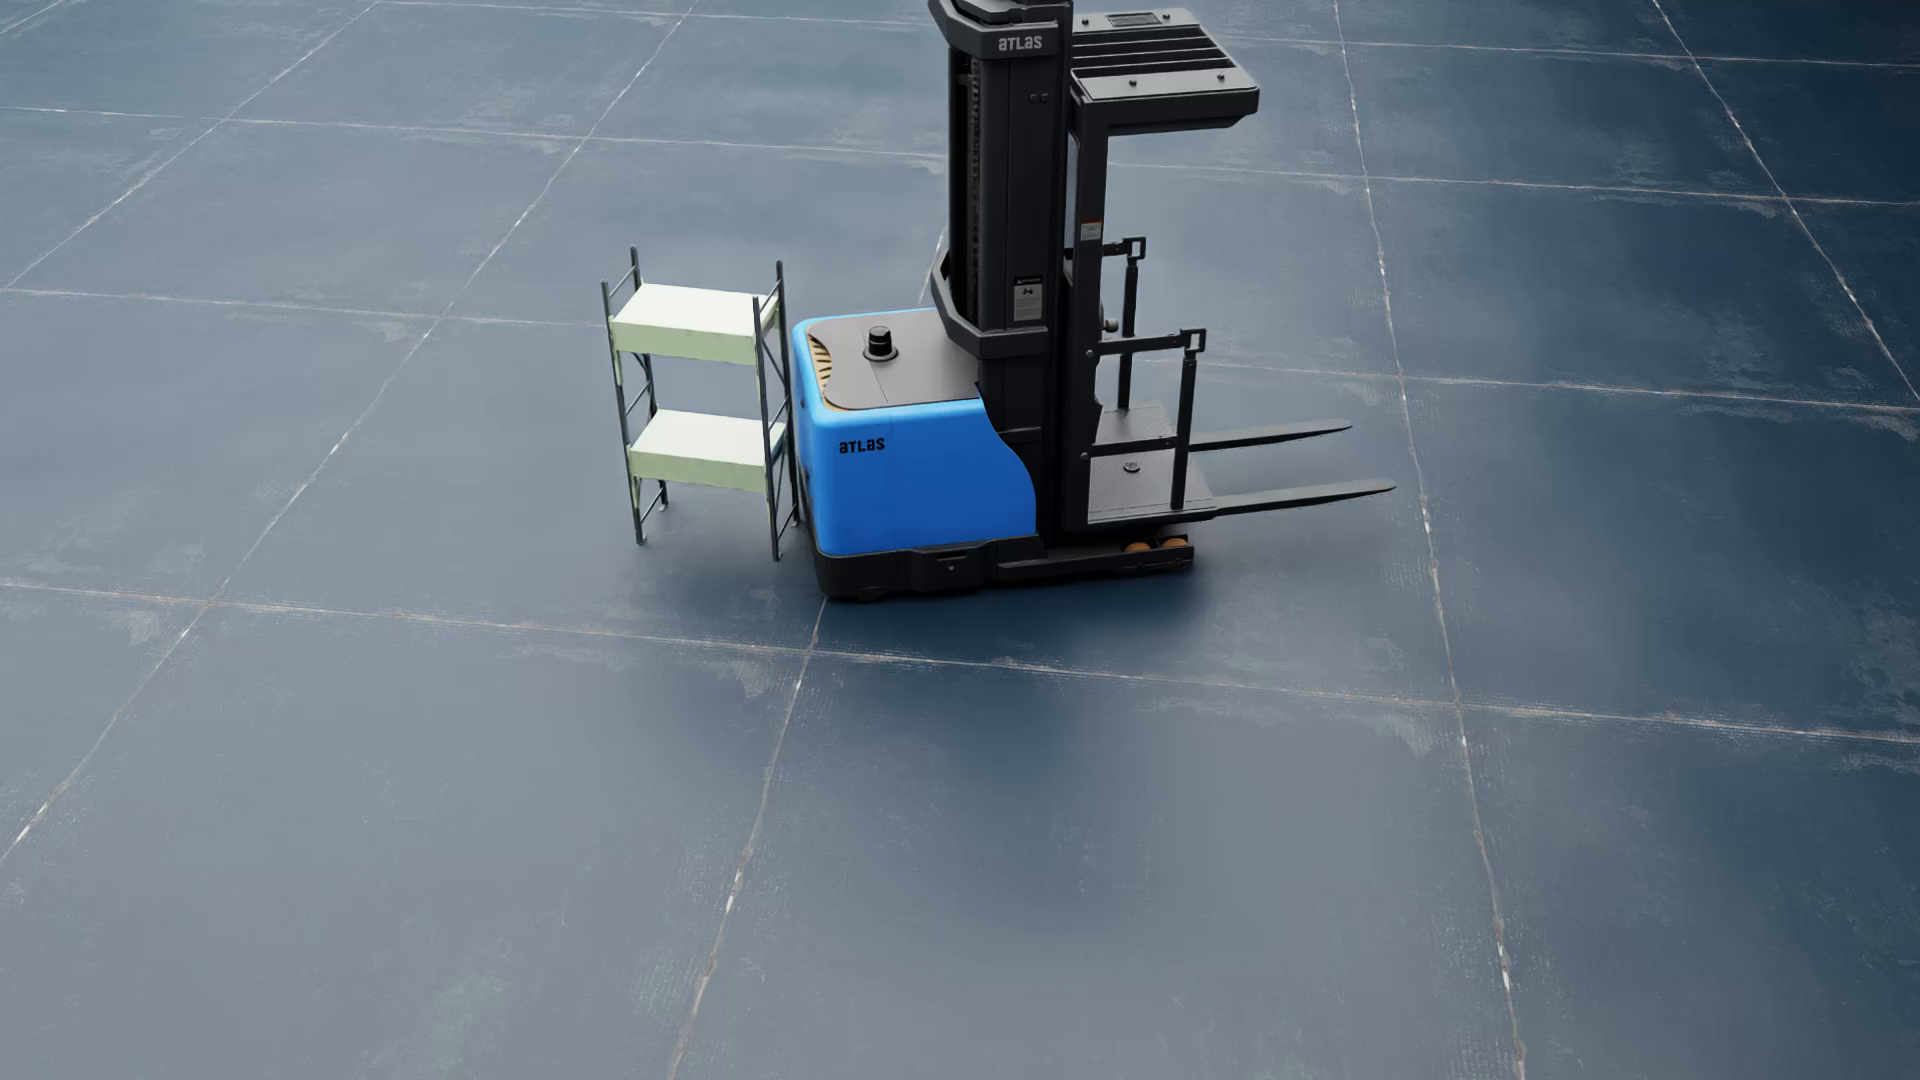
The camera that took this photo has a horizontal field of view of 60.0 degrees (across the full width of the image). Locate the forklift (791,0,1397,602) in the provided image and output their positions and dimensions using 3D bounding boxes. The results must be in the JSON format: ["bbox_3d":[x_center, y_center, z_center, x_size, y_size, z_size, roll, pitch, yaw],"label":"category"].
[{"bbox_3d":[0.715,-1.311,7.920,3.031,2.935,1.130,-6,36,-9],"label":"forklift"}]

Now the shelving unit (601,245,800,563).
[{"bbox_3d":[-1.253,-0.652,8.229,0.755,1.500,0.431,7,36,10],"label":"shelving unit"}]

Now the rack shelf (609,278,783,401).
[{"bbox_3d":[-1.253,-0.970,8.003,0.720,0.370,0.431,7,36,10],"label":"rack shelf"}]

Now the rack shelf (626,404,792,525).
[{"bbox_3d":[-1.253,-0.387,8.419,0.720,0.370,0.431,7,36,10],"label":"rack shelf"}]

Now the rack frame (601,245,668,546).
[{"bbox_3d":[-1.611,-0.697,8.292,0.023,1.500,0.400,7,36,10],"label":"rack frame"}]

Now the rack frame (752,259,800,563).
[{"bbox_3d":[-0.896,-0.607,8.167,0.023,1.500,0.400,7,36,10],"label":"rack frame"}]
